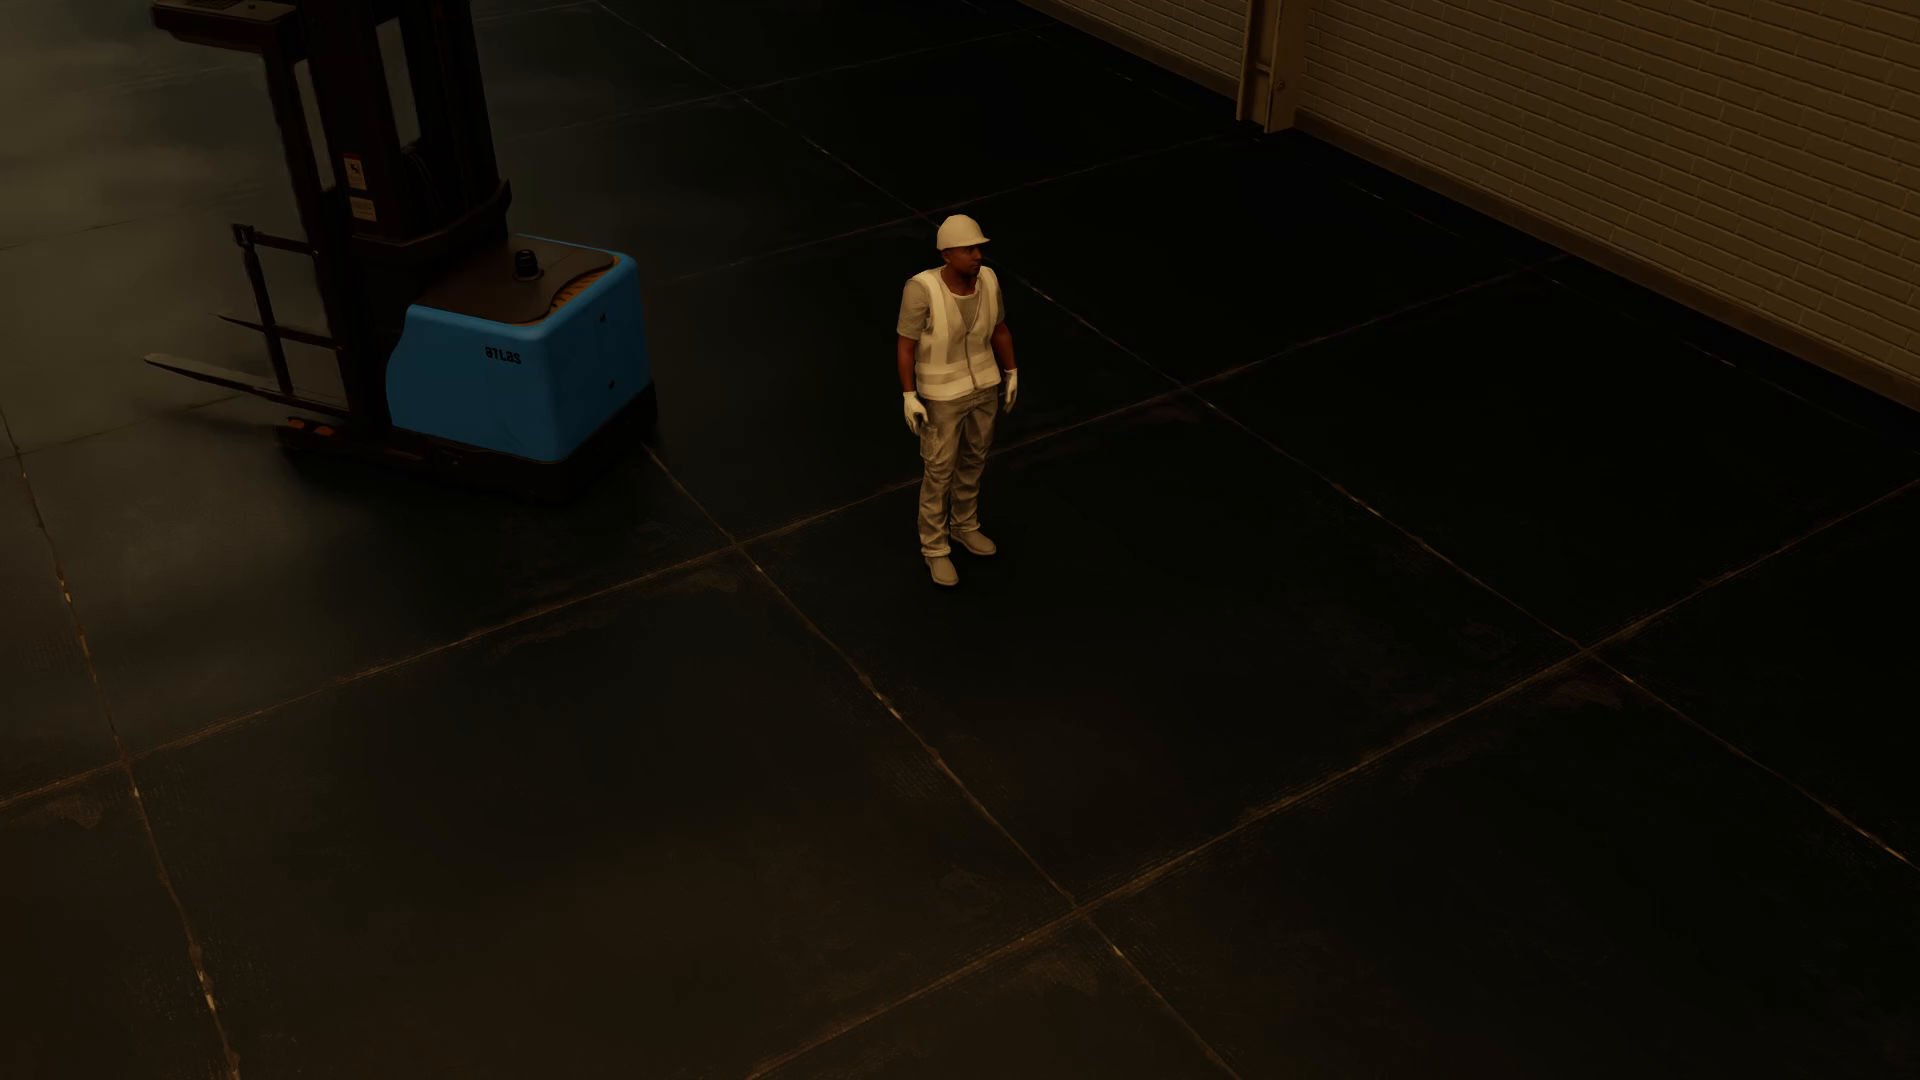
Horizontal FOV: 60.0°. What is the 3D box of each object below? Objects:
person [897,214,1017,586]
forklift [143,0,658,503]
[{"bbox_3d":[0.033,-0.698,8.127,0.657,1.785,0.575,-21,40,-27],"label":"person"},{"bbox_3d":[-3.308,-1.937,8.904,3.031,2.935,1.130,13,37,18],"label":"forklift"}]
